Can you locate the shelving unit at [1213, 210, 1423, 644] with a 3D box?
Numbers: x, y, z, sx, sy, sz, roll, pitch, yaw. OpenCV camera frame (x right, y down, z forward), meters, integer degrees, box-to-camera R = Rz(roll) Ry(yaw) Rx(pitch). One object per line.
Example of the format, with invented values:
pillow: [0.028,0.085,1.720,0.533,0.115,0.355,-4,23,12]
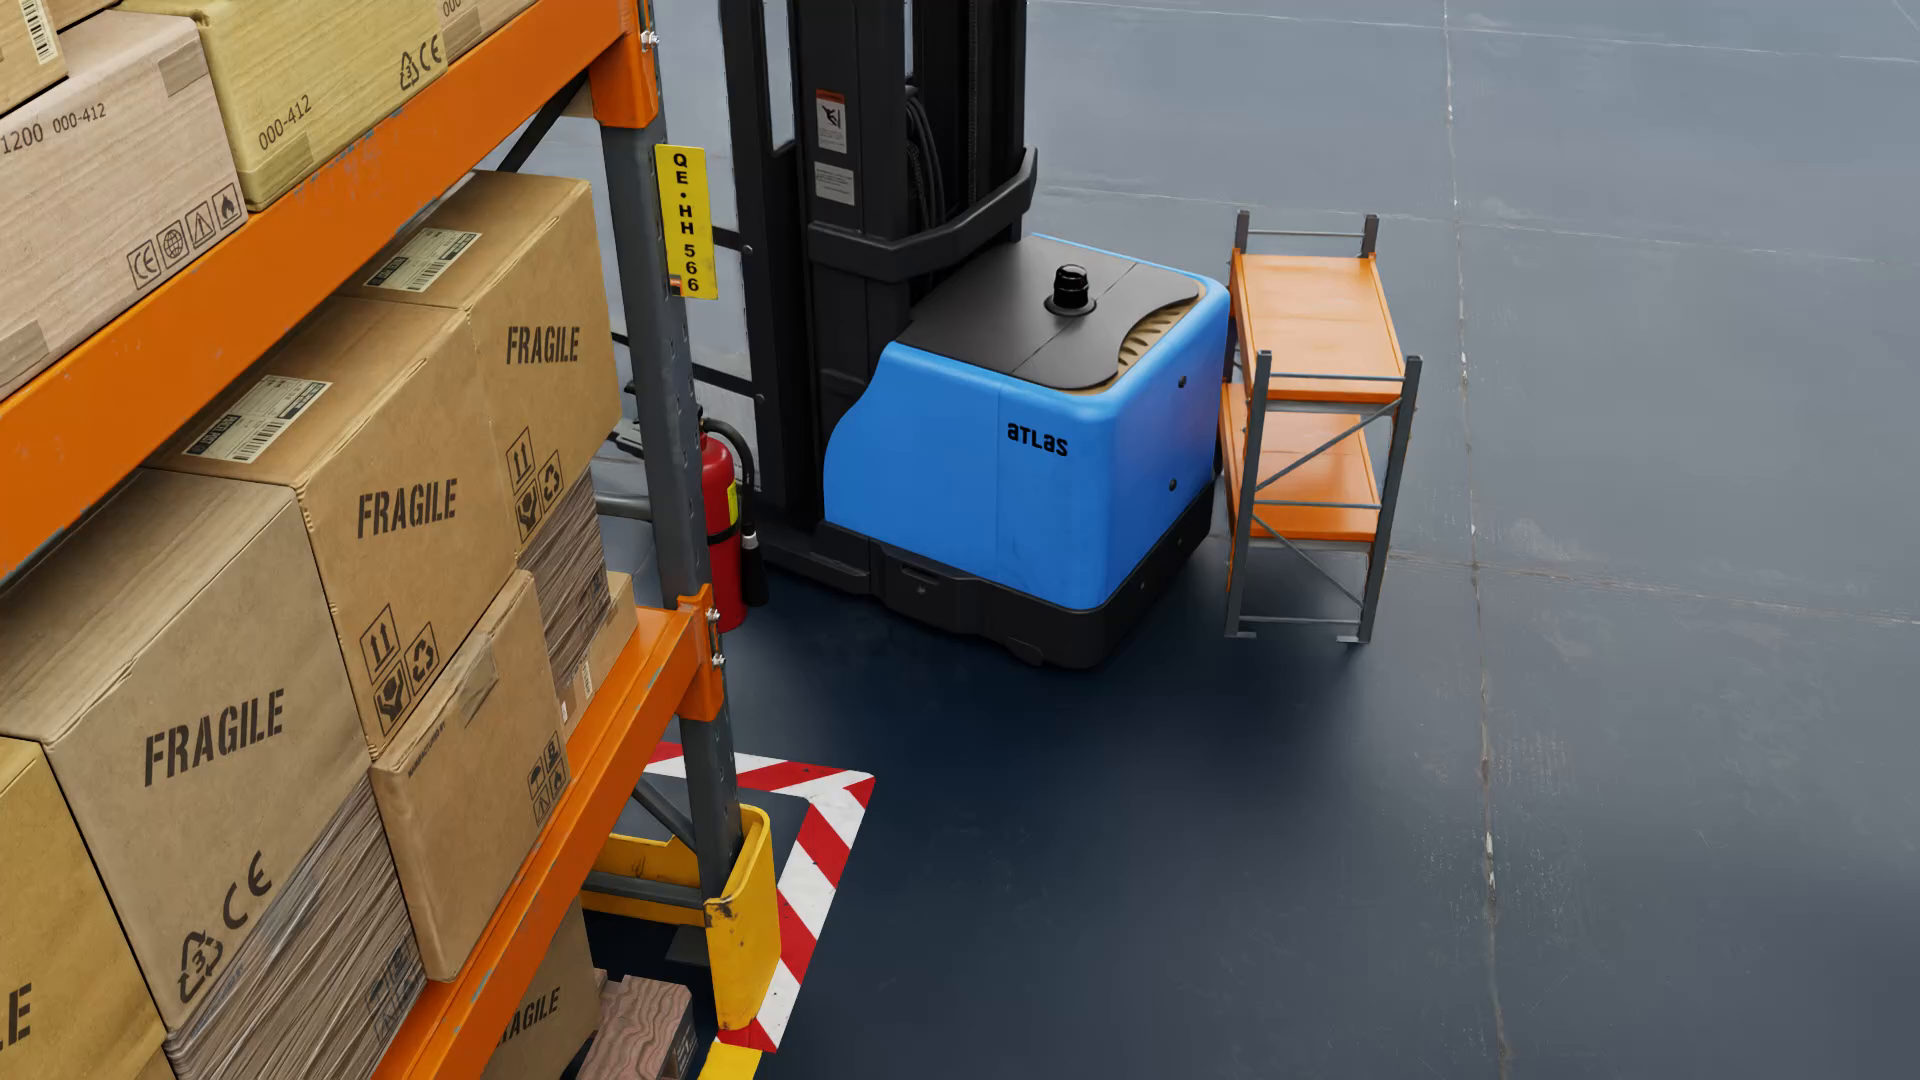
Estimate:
shelving unit: [1.207,-0.412,5.860,0.538,1.125,1.048,2,36,3]

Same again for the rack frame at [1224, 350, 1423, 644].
rack frame: [1.170,-0.114,5.449,0.500,1.125,0.032,2,36,3]

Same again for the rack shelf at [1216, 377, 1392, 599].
rack shelf: [1.207,-0.214,6.003,0.538,0.278,1.000,2,36,3]

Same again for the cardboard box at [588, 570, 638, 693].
cardboard box: [-0.939,0.179,3.661,0.380,0.149,0.250,7,37,10]

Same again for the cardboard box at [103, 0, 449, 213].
cardboard box: [-1.038,-0.671,2.192,0.500,0.250,0.500,8,37,10]

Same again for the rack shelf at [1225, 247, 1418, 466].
rack shelf: [1.207,-0.649,5.688,0.538,0.278,1.000,2,36,3]

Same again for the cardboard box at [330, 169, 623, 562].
cardboard box: [-0.955,-0.332,2.961,0.500,0.500,0.500,7,37,10]

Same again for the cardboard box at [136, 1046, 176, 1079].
cardboard box: [-1.481,0.907,2.104,0.875,0.500,0.500,7,37,10]

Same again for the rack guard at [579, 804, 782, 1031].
rack guard: [-1.096,0.944,4.522,1.175,0.500,0.348,7,37,10]

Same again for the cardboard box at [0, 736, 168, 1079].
cardboard box: [-1.281,0.528,1.775,0.500,0.500,0.500,7,37,10]

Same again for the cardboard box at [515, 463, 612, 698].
cardboard box: [-1.224,0.039,3.302,0.875,0.500,0.500,7,37,10]

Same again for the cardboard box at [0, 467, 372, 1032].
cardboard box: [-1.166,0.242,2.169,0.500,0.500,0.500,7,37,10]

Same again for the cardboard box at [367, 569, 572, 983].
cardboard box: [-1.213,0.340,2.885,0.875,0.500,0.500,7,37,10]

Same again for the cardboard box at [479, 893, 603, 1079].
cardboard box: [-1.229,1.086,3.968,0.500,0.500,0.500,14,38,19]

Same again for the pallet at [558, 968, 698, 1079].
pallet: [-1.304,1.522,3.970,1.003,0.211,1.213,7,37,10]

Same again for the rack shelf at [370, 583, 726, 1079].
rack shelf: [-1.507,1.326,2.478,1.077,0.370,4.000,7,37,10]

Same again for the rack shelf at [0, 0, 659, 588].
rack shelf: [-1.507,0.111,1.598,1.077,0.370,4.000,7,37,10]

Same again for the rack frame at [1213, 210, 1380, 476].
rack frame: [1.244,-0.709,6.270,0.500,1.125,0.032,2,36,3]

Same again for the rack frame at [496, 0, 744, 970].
rack frame: [-1.079,-0.112,3.849,1.000,3.000,0.127,7,37,10]

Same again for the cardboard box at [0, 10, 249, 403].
cardboard box: [-1.156,-0.378,1.788,0.500,0.250,0.500,8,37,11]

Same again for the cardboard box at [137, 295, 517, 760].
cardboard box: [-1.057,-0.044,2.564,0.500,0.500,0.500,7,37,10]

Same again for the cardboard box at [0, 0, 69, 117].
cardboard box: [-1.119,-0.484,1.594,0.380,0.149,0.250,6,36,8]

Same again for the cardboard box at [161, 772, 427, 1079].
cardboard box: [-1.362,0.622,2.497,0.875,0.500,0.500,7,37,10]

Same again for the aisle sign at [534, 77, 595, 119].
aisle sign: [-0.773,-1.163,3.083,0.394,0.787,0.004,7,37,10]

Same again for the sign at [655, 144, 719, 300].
sign: [-0.541,-0.628,3.304,0.100,0.325,0.005,7,37,10]

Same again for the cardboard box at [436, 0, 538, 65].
cardboard box: [-0.934,-0.958,2.587,0.500,0.250,0.500,8,37,11]

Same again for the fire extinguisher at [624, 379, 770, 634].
fire extinguisher: [-0.605,-0.089,3.882,0.296,0.674,0.183,7,37,10]

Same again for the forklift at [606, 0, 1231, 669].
forklift: [-0.595,-1.398,5.681,3.031,2.935,1.130,20,40,25]

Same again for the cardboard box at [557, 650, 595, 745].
cardboard box: [-0.993,0.322,3.464,0.380,0.149,0.250,7,37,10]
